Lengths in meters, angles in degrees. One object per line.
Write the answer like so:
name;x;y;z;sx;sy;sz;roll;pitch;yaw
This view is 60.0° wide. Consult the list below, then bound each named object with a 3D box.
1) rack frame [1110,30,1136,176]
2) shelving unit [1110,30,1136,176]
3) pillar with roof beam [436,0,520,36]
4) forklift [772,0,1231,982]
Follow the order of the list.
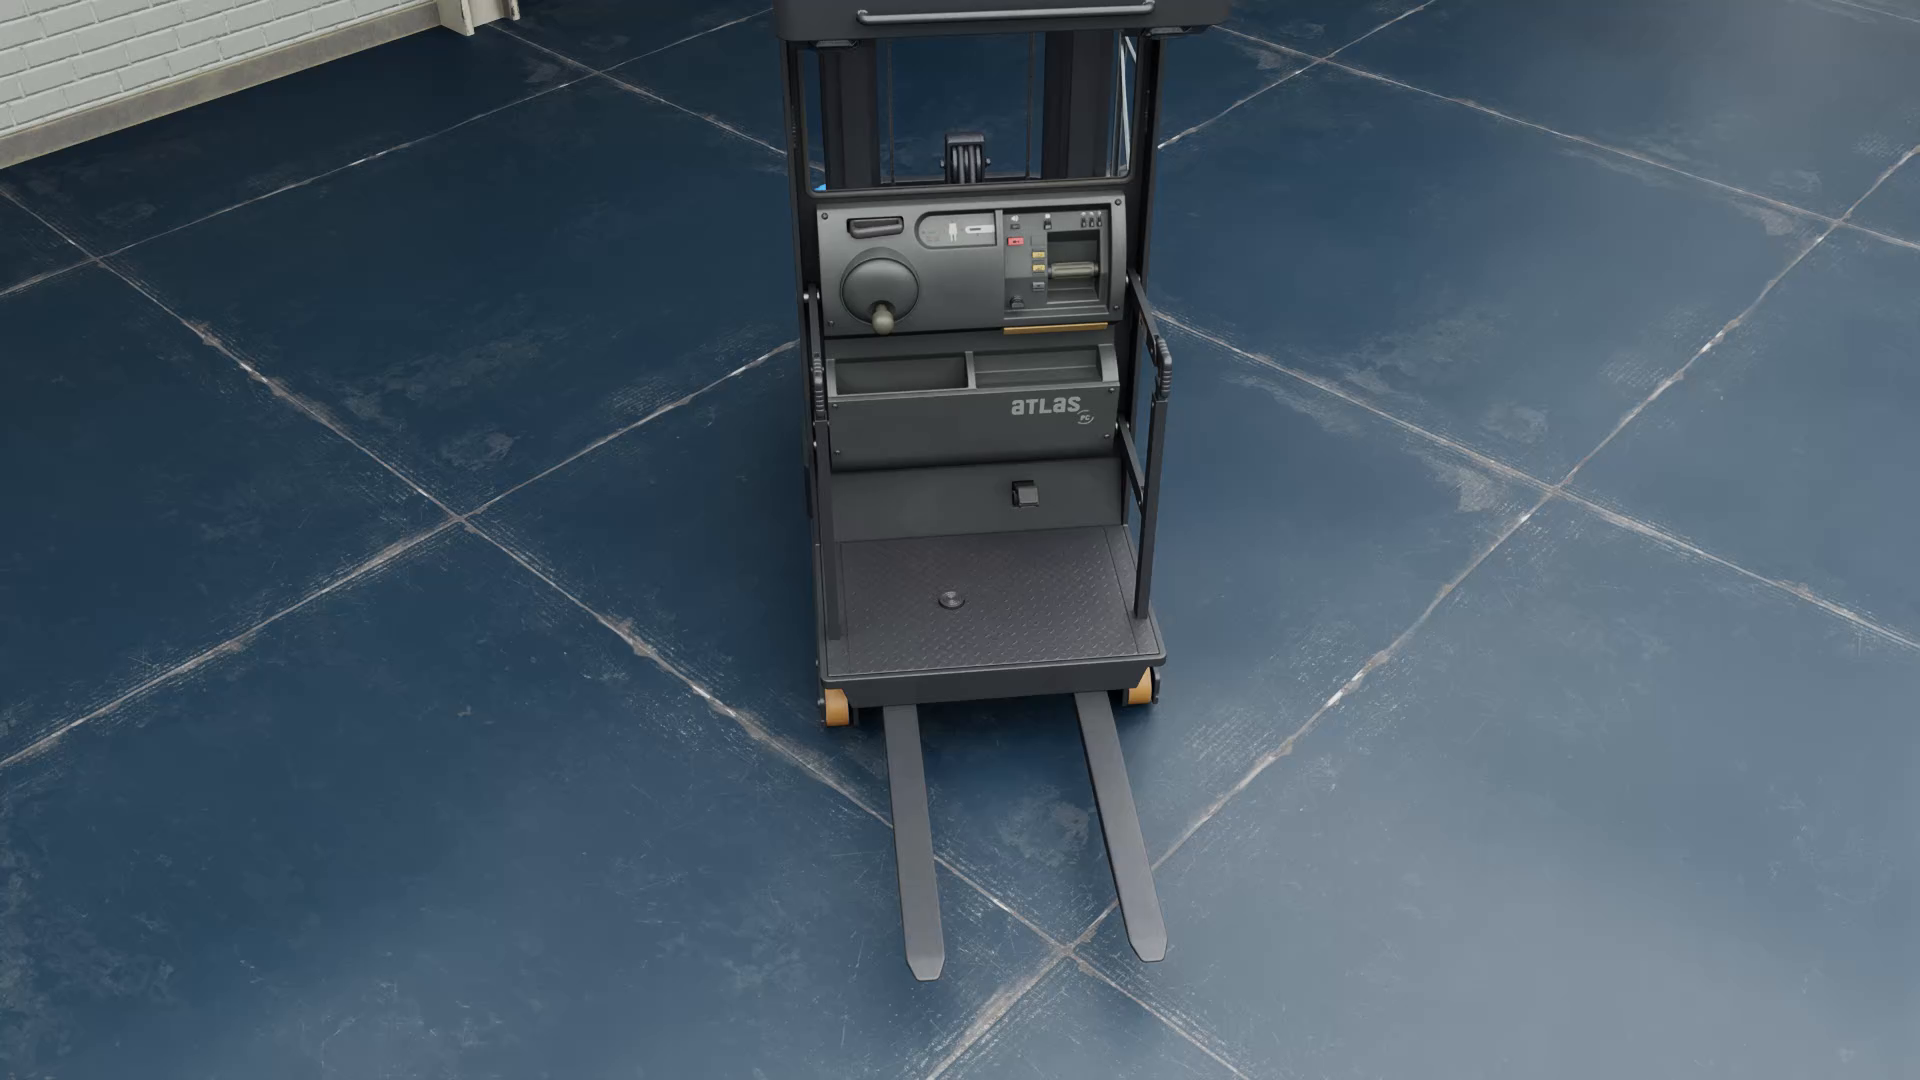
rack frame;0.652;-1.357;6.751;0.032;1.500;0.500;-2;39;-2
shelving unit;0.145;-1.340;6.731;1.048;1.500;0.538;-2;39;-2
pillar with roof beam;0.204;-4.931;5.221;9.100;9.000;0.400;30;47;32
forklift;0.063;-0.760;4.851;1.130;2.935;3.031;-4;39;-5
